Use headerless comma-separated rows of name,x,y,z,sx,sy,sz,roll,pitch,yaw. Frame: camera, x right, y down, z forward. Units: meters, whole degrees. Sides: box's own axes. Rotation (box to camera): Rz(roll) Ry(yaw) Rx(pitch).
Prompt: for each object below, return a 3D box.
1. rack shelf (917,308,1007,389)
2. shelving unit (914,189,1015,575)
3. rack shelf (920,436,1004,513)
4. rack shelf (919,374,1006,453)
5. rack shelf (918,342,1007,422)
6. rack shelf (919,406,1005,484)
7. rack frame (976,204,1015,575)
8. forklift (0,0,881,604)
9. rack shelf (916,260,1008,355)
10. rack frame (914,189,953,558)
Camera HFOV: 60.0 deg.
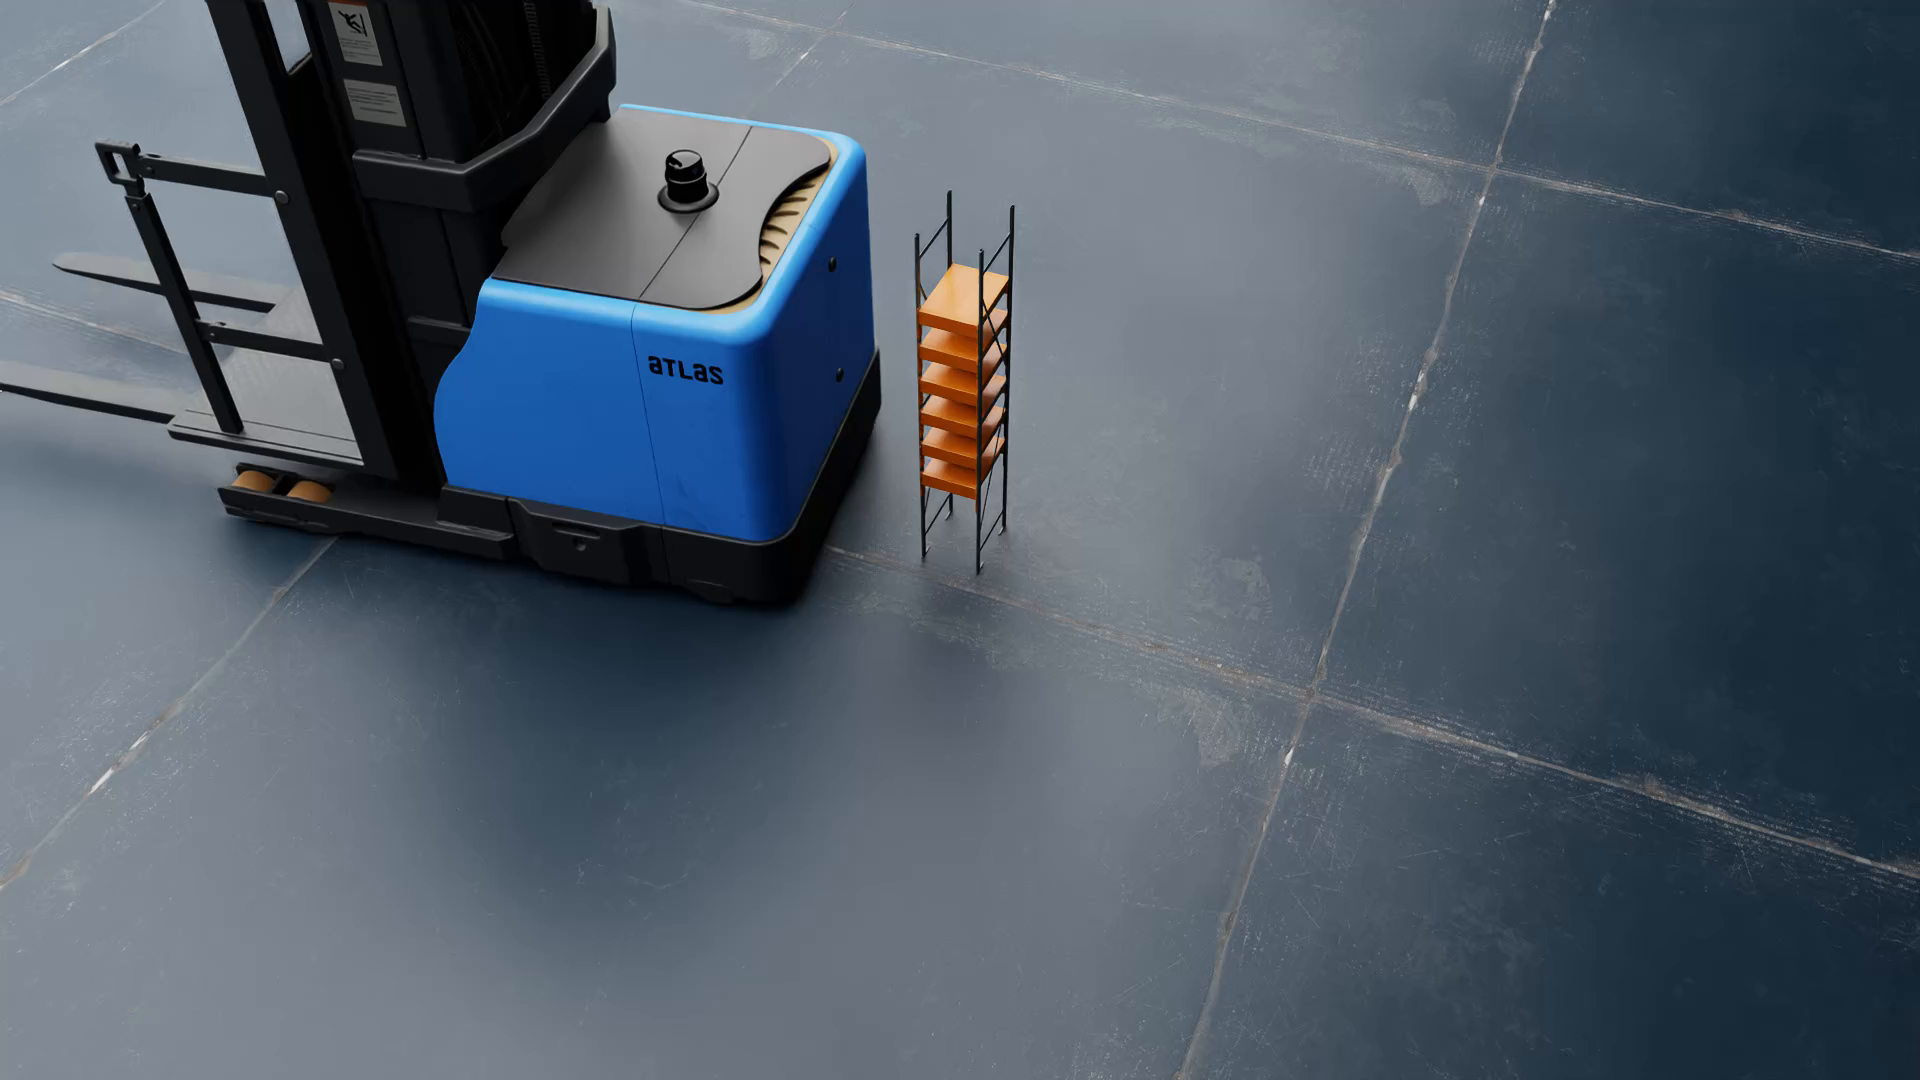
rack shelf,0.013,-0.560,4.685,0.180,0.103,0.258,16,47,16
shelving unit,0.013,-0.421,4.823,0.189,1.200,0.258,16,47,16
rack shelf,0.013,-0.220,5.023,0.180,0.103,0.258,16,47,16
rack shelf,0.013,-0.390,4.854,0.180,0.103,0.258,16,47,16
rack shelf,0.013,-0.475,4.770,0.180,0.103,0.258,16,47,16
rack shelf,0.013,-0.305,4.939,0.180,0.103,0.258,16,47,16
rack frame,0.098,-0.397,4.798,0.006,1.200,0.240,16,47,16
forklift,-1.840,-1.412,4.591,3.031,2.935,1.130,10,46,10
rack shelf,0.013,-0.645,4.600,0.180,0.103,0.258,16,47,16
rack frame,-0.071,-0.446,4.848,0.006,1.200,0.240,16,47,16
